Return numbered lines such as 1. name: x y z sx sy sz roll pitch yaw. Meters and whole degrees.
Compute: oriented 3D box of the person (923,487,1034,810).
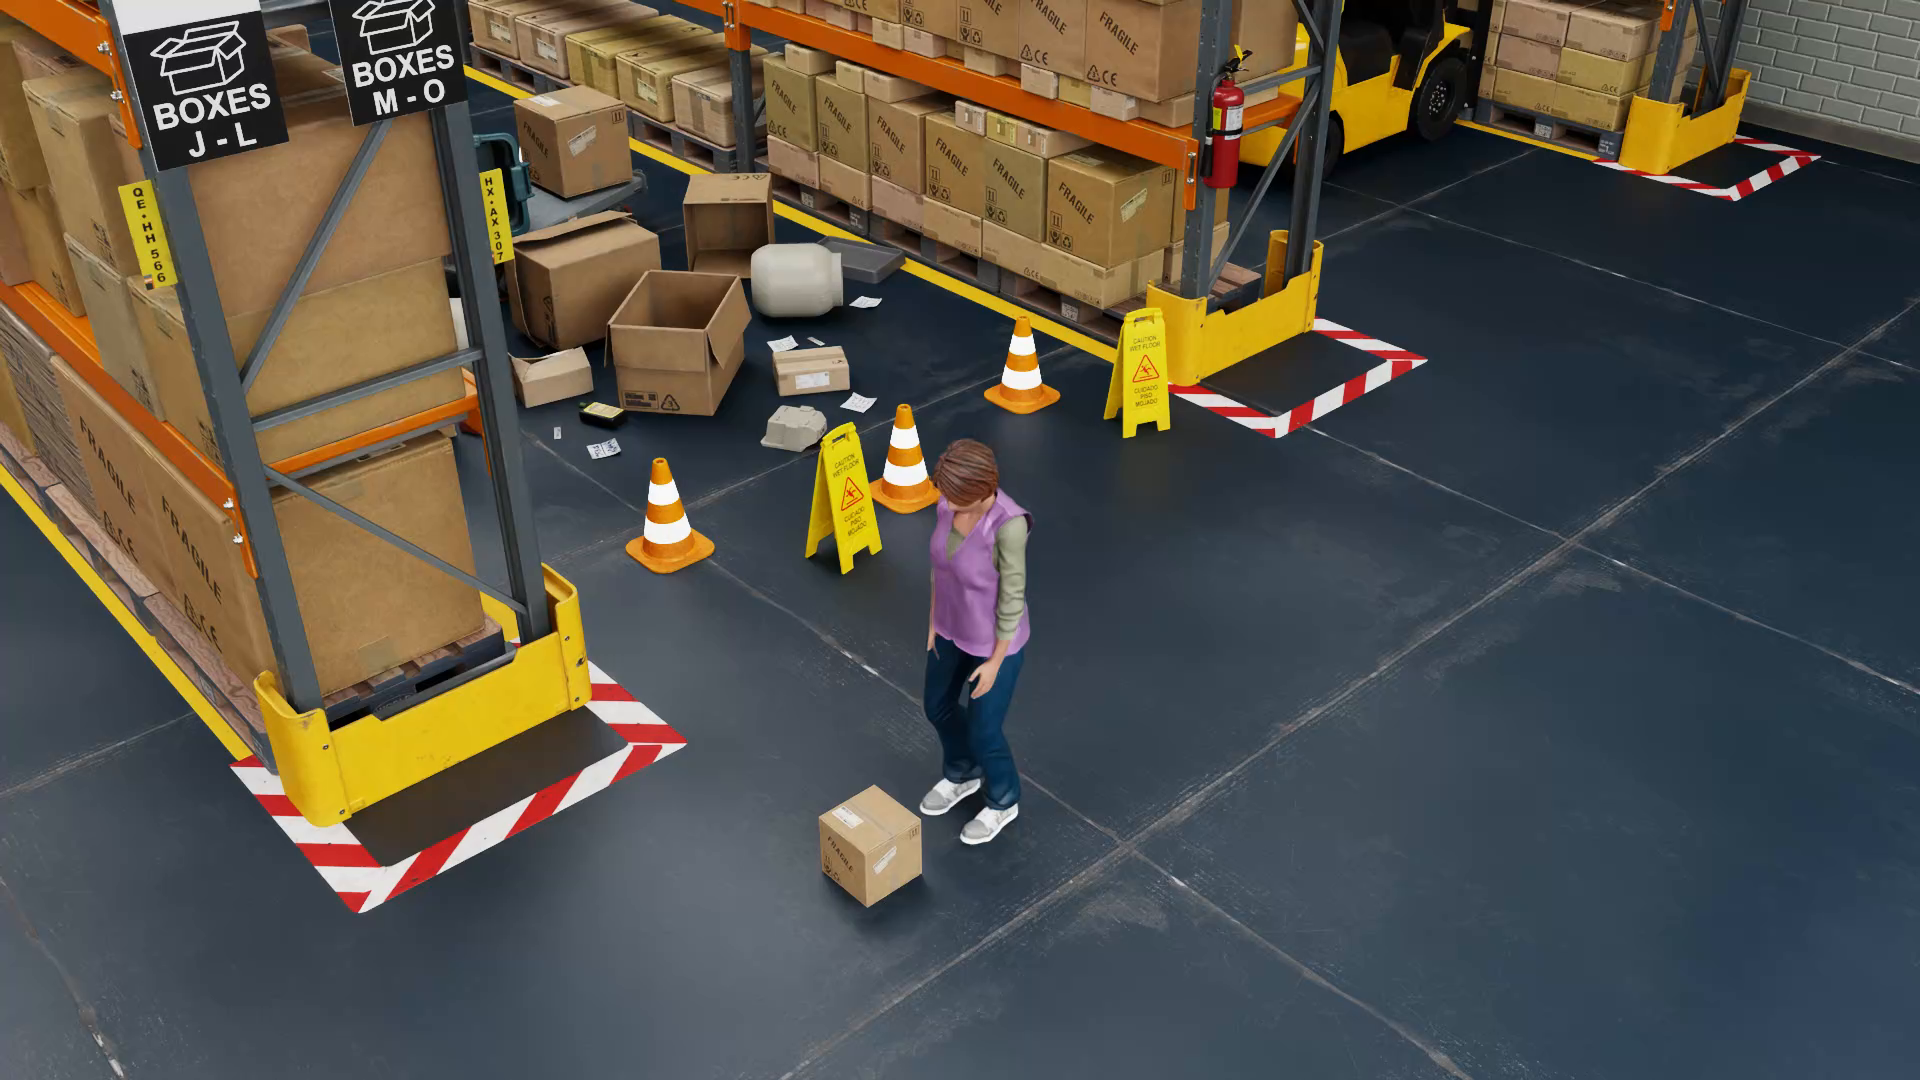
1. person: 0.080 0.386 5.680 0.309 1.299 0.420 -25 40 -34
